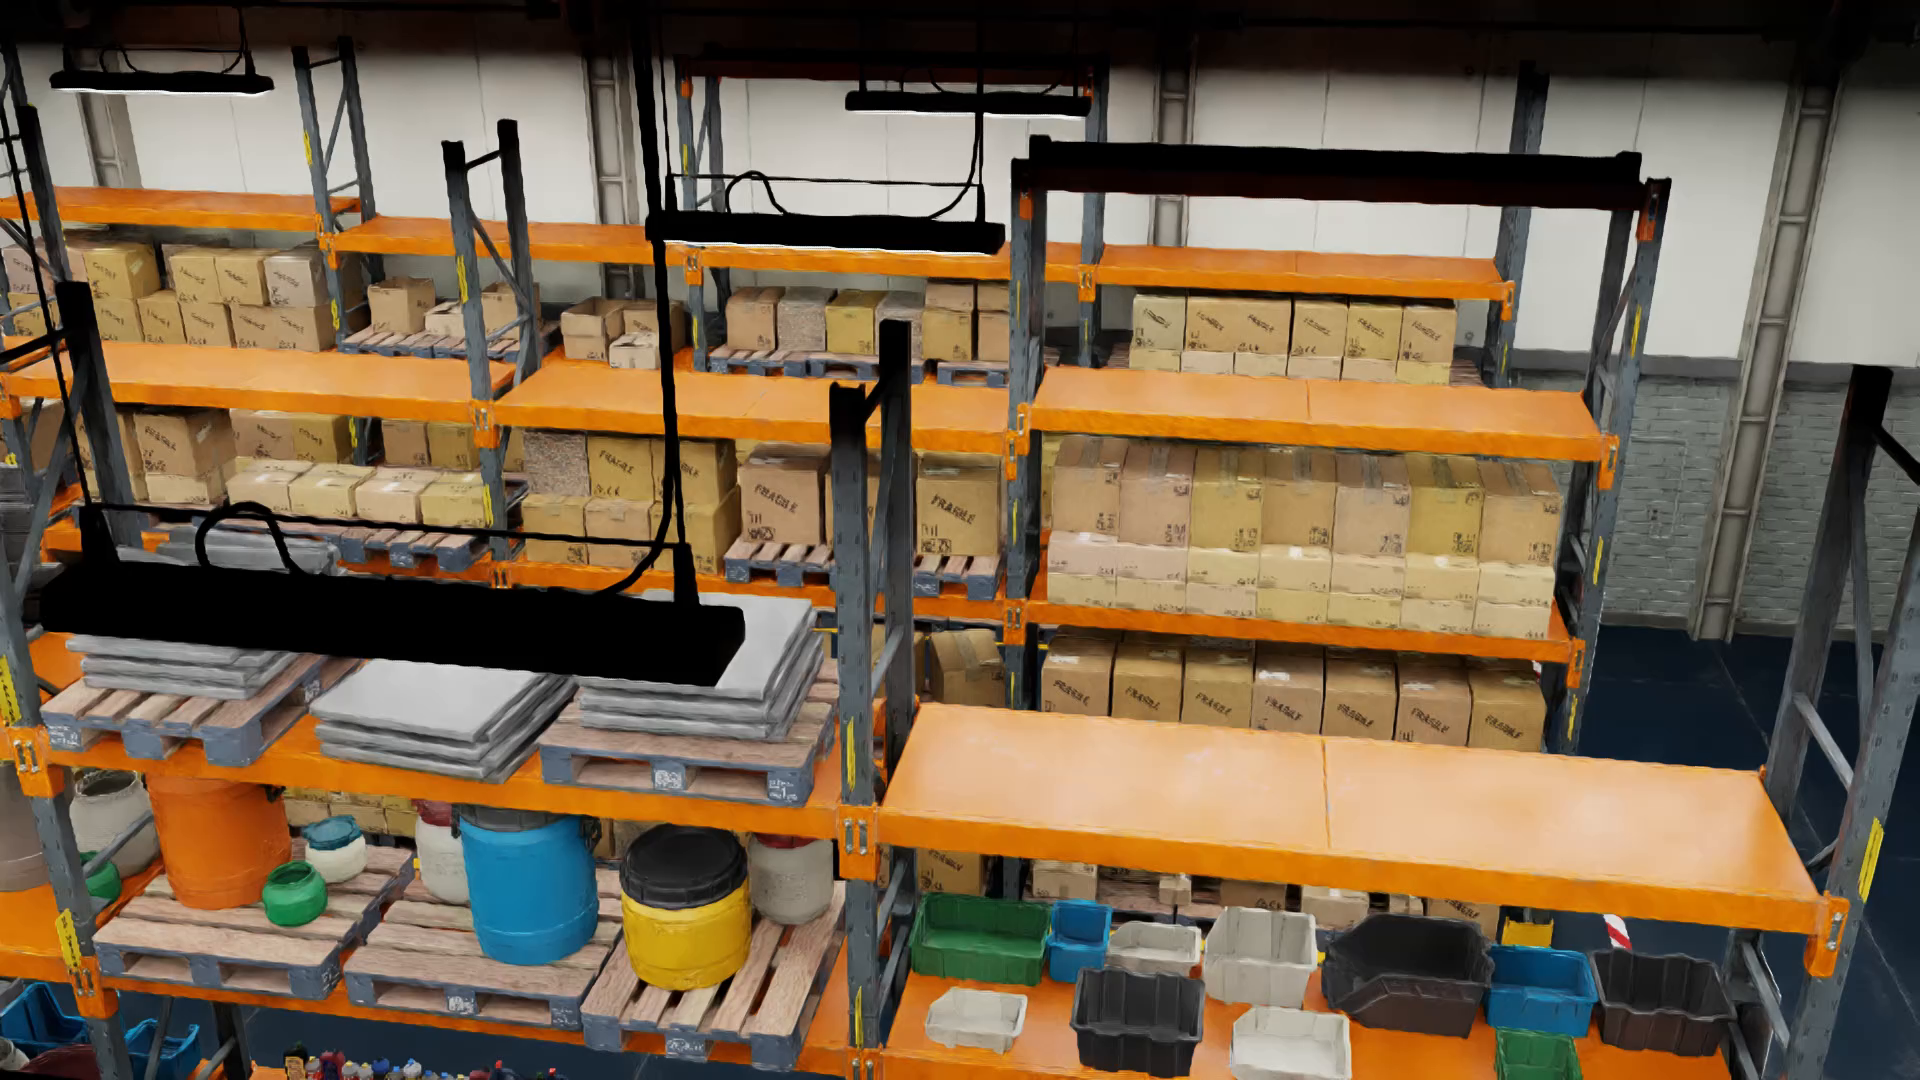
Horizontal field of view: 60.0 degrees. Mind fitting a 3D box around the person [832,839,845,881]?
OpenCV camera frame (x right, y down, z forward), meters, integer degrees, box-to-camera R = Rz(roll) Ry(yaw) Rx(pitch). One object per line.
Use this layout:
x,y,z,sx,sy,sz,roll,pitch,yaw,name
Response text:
-1.030,2.529,12.150,0.623,1.724,0.400,-3,23,-8,person
